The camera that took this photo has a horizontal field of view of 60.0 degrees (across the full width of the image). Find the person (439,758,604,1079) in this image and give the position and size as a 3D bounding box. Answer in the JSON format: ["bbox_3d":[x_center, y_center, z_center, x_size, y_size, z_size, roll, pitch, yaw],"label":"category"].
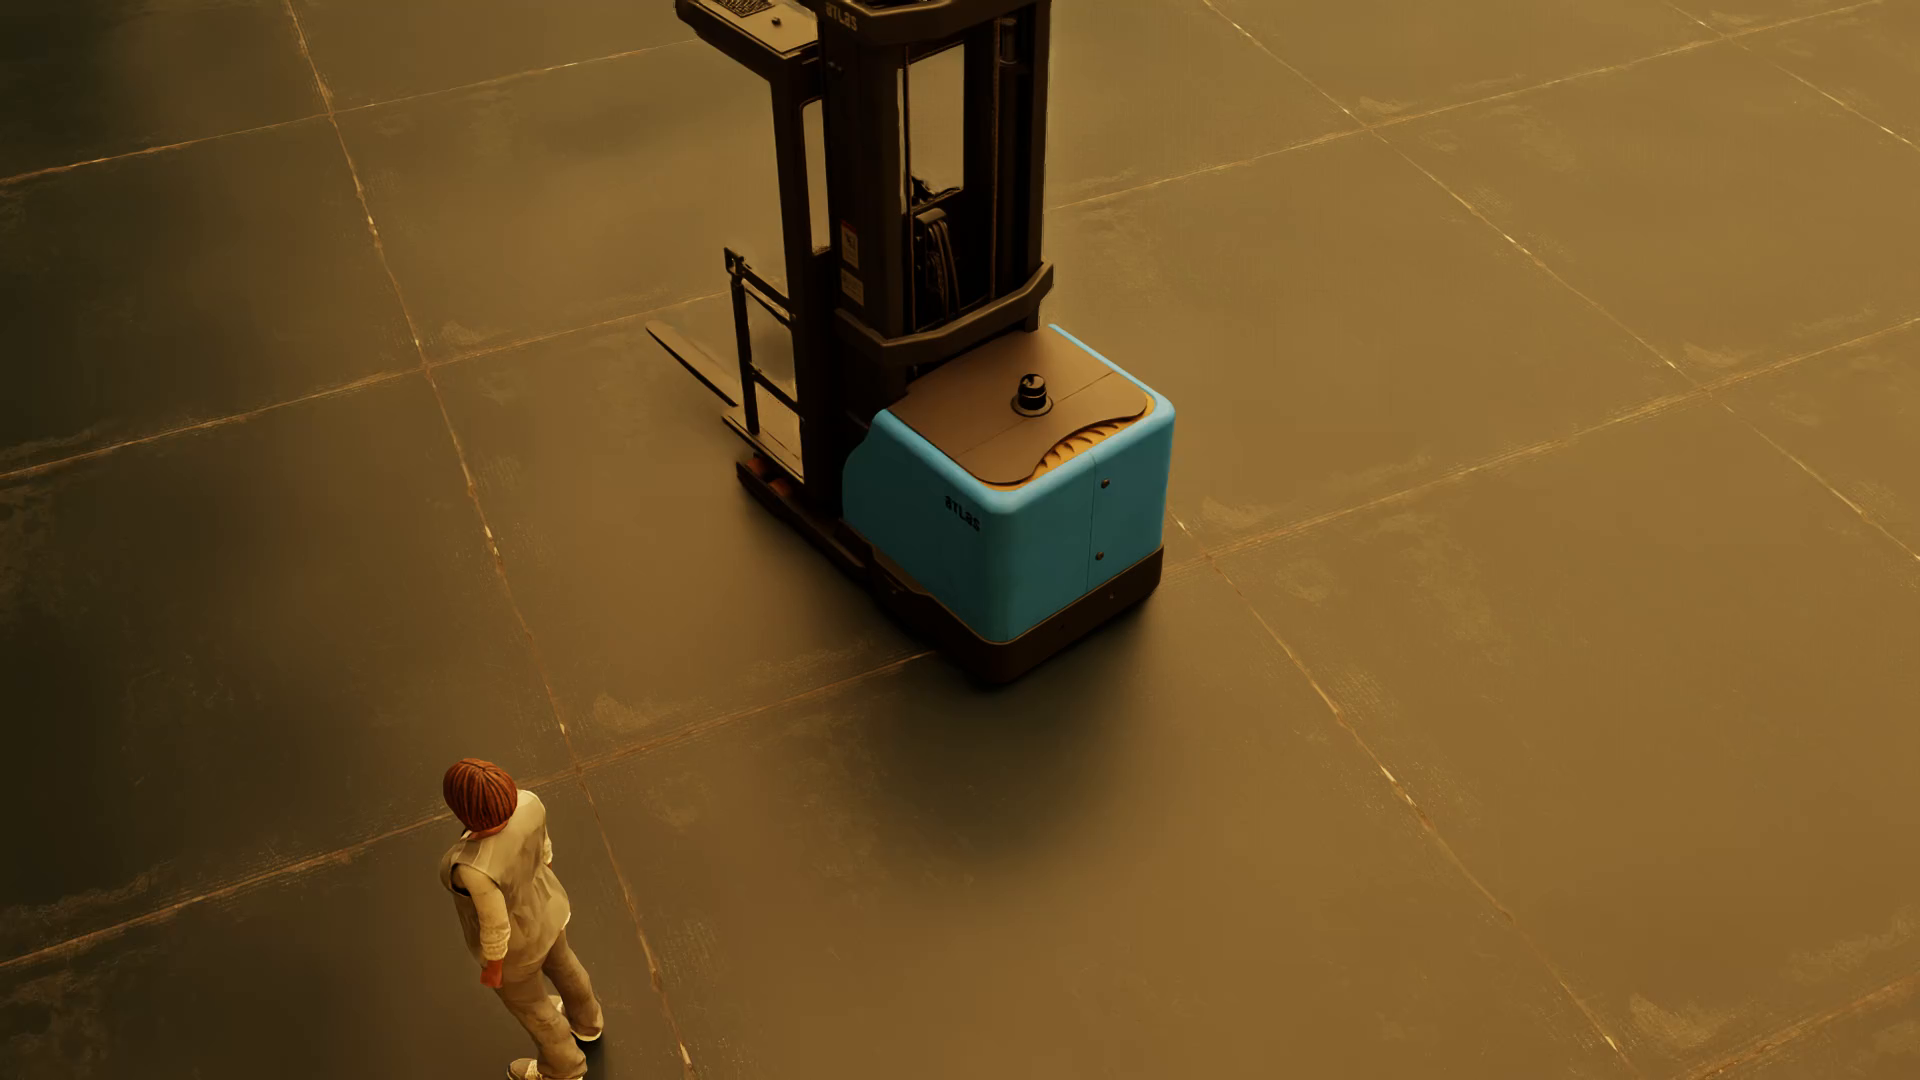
[{"bbox_3d":[-1.414,1.238,5.329,0.314,1.604,0.410,13,44,13],"label":"person"}]

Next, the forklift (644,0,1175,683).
[{"bbox_3d":[-0.426,-1.400,7.180,1.130,2.935,3.031,-30,51,-28],"label":"forklift"}]
